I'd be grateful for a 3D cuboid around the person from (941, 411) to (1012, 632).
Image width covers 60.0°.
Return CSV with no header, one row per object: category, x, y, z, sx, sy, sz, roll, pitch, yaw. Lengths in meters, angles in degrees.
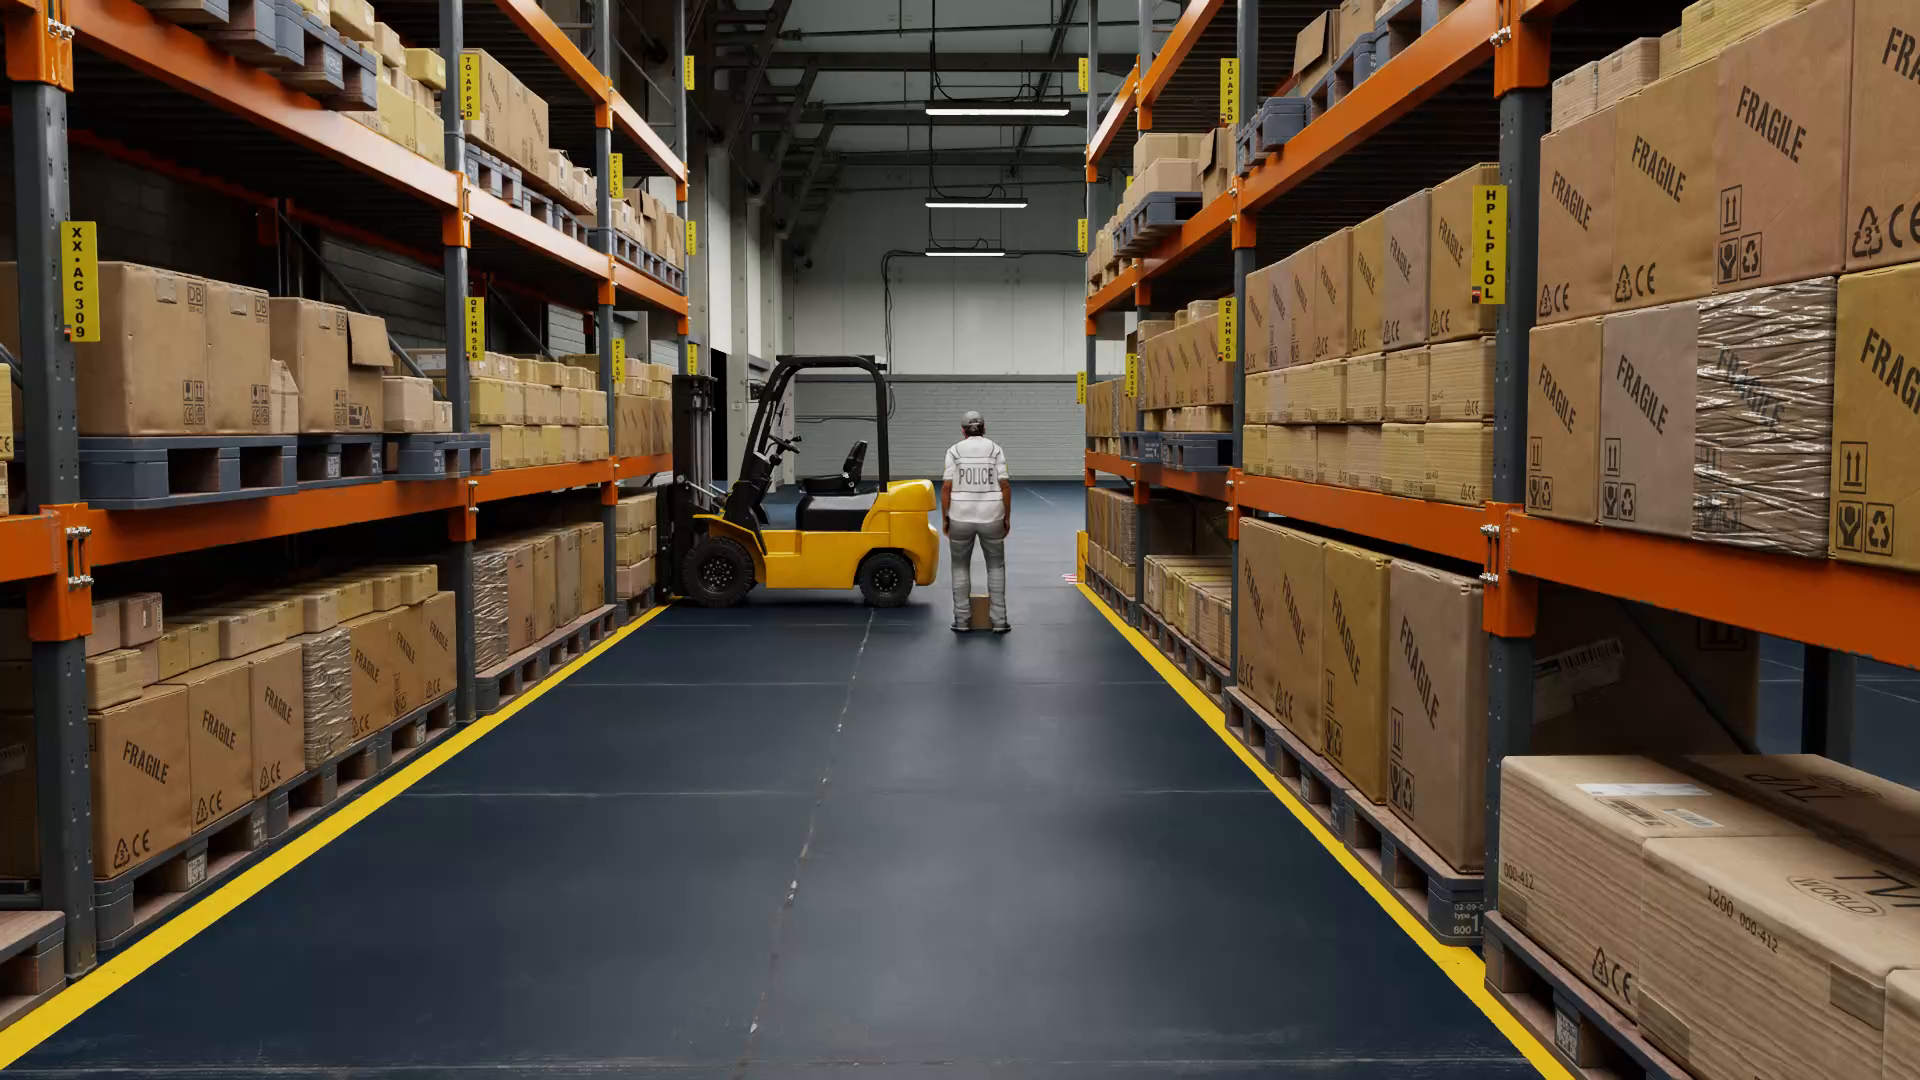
person,0.127,-0.139,12.523,0.537,1.665,0.468,0,4,-2
